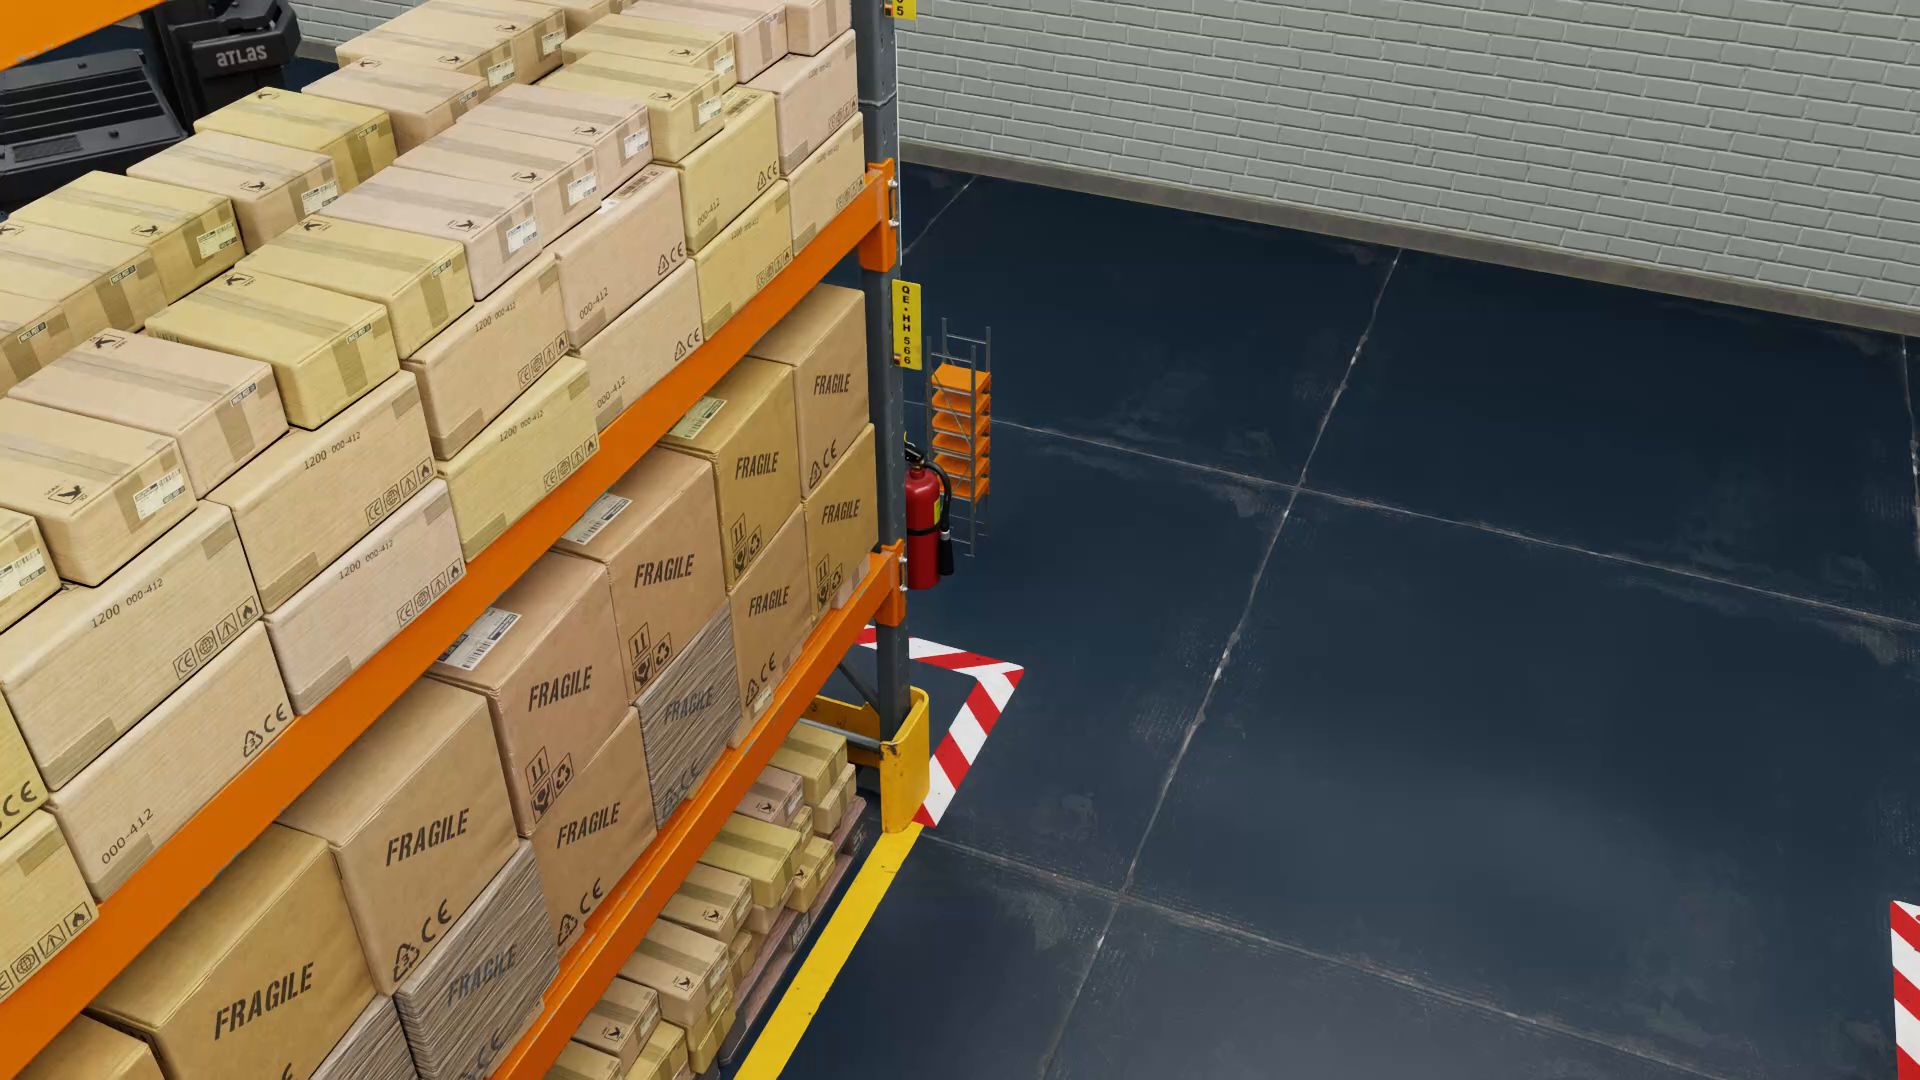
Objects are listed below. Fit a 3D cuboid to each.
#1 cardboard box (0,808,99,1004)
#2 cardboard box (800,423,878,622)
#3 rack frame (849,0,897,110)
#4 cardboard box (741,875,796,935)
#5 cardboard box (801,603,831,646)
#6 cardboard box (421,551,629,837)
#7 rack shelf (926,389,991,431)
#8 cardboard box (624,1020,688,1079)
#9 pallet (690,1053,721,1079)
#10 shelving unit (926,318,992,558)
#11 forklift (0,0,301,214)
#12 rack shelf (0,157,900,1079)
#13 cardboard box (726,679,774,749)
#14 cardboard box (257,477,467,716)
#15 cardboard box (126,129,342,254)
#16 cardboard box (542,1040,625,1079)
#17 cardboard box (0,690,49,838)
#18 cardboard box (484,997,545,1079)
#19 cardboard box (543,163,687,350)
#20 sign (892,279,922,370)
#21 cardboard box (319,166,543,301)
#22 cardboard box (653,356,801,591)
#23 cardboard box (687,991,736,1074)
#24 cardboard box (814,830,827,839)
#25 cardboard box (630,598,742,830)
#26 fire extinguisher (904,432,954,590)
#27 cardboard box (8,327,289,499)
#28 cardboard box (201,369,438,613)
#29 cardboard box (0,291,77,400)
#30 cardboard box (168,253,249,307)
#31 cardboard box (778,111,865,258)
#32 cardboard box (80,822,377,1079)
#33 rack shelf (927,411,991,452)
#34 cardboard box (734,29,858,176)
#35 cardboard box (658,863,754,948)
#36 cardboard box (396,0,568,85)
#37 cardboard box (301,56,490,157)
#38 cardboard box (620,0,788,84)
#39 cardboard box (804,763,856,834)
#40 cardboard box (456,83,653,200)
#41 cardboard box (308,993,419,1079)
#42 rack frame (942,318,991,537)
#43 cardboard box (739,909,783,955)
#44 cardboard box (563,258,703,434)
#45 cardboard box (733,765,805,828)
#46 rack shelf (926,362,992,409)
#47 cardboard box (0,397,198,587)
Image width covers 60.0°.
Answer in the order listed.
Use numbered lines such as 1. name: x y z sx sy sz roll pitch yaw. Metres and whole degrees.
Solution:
1. cardboard box: -1.785 0.611 2.649 0.500 0.250 0.500 16 40 20
2. cardboard box: -0.616 -0.118 5.672 0.500 0.500 0.500 15 39 19
3. rack frame: -0.683 -2.669 4.407 1.000 3.000 0.127 14 39 18
4. cardboard box: -0.816 1.233 5.978 0.380 0.149 0.250 12 38 16
5. cardboard box: -0.675 0.208 5.777 0.380 0.149 0.250 14 39 18
6. cardboard box: -1.208 0.348 4.213 0.500 0.500 0.500 13 39 16
7. rack shelf: -0.005 -0.629 7.865 0.258 0.103 0.180 14 39 18
8. cardboard box: -1.116 1.661 5.406 0.380 0.149 0.250 16 40 20
9. pallet: -1.520 2.007 5.490 1.003 0.211 1.213 14 39 18
10. shelving unit: -0.005 -0.473 7.982 0.258 1.200 0.189 14 39 18
11. forklift: -3.412 -0.864 7.060 3.031 2.935 1.130 -20 41 -24
12. rack shelf: -1.444 -0.072 4.038 1.077 0.370 4.000 14 39 18
13. cardboard box: -0.832 0.497 5.391 0.380 0.149 0.250 15 39 19
14. cardboard box: -1.387 0.047 3.403 0.500 0.250 0.500 15 39 20
15. cardboard box: -1.635 -0.787 3.768 0.380 0.149 0.250 15 39 19
16. cardboard box: -1.264 1.681 5.131 0.380 0.149 0.250 14 39 18
17. cardboard box: -1.800 0.395 2.520 0.500 0.250 0.500 15 39 19
18. cardboard box: -1.339 1.226 4.415 0.380 0.149 0.250 16 39 20
19. cardboard box: -1.014 -0.729 4.023 0.500 0.250 0.500 14 39 18
20. sign: -0.178 -0.719 5.577 0.100 0.325 0.005 14 39 18
21. cardboard box: -1.144 -0.670 3.612 0.380 0.149 0.250 13 39 16
22. cardboard box: -0.820 -0.236 4.994 0.500 0.500 0.500 13 39 16
23. cardboard box: -0.996 1.633 5.691 0.380 0.149 0.250 12 38 16
24. cardboard box: -0.691 1.046 6.477 0.380 0.149 0.250 14 39 18
25. cardboard box: -1.001 0.449 4.914 0.500 0.500 0.500 14 39 18
26. fire extinguisher: -0.161 -0.120 6.383 0.296 0.674 0.183 14 39 18
27. cardboard box: -1.473 -0.235 3.030 0.380 0.149 0.250 13 39 16
28. cardboard box: -1.402 -0.155 3.256 0.500 0.250 0.500 15 39 19
29. cardboard box: -1.950 -0.368 3.207 0.380 0.149 0.250 12 39 16
30. cardboard box: -1.683 -0.578 3.821 0.500 0.250 0.500 12 39 16
31. cardboard box: -0.612 -1.096 4.932 0.500 0.250 0.500 13 39 17
32. cardboard box: -1.625 0.904 3.470 0.500 0.500 0.500 13 39 16
33. rack shelf: -0.005 -0.533 7.936 0.258 0.103 0.180 14 39 18
34. cardboard box: -0.623 -1.295 4.781 0.500 0.250 0.500 13 39 16
35. cardboard box: -0.937 1.247 5.711 0.380 0.149 0.250 12 39 16
36. cardboard box: -1.302 -1.370 4.548 0.380 0.149 0.250 14 39 18
37. cardboard box: -1.395 -1.069 4.145 0.380 0.149 0.250 15 39 19
38. cardboard box: -0.703 -1.398 4.585 0.380 0.149 0.250 14 39 18
39. cardboard box: -0.620 0.945 6.363 0.380 0.149 0.250 13 39 17
40. cardboard box: -0.972 -0.963 4.003 0.380 0.149 0.250 13 39 17
41. cardboard box: -1.602 1.297 3.779 0.500 0.500 0.500 14 39 18
42. rack frame: 0.029 -0.523 8.049 0.240 1.200 0.006 14 39 18
43. cardboard box: -0.875 1.338 6.086 0.380 0.149 0.250 14 39 18
44. cardboard box: -1.000 -0.540 4.188 0.500 0.250 0.500 16 39 20
45. cardboard box: -0.799 0.946 6.114 0.380 0.149 0.250 15 39 19
46. rack shelf: -0.005 -0.725 7.793 0.258 0.103 0.180 14 39 18
47. cardboard box: -1.552 -0.088 2.832 0.380 0.149 0.250 13 39 16
